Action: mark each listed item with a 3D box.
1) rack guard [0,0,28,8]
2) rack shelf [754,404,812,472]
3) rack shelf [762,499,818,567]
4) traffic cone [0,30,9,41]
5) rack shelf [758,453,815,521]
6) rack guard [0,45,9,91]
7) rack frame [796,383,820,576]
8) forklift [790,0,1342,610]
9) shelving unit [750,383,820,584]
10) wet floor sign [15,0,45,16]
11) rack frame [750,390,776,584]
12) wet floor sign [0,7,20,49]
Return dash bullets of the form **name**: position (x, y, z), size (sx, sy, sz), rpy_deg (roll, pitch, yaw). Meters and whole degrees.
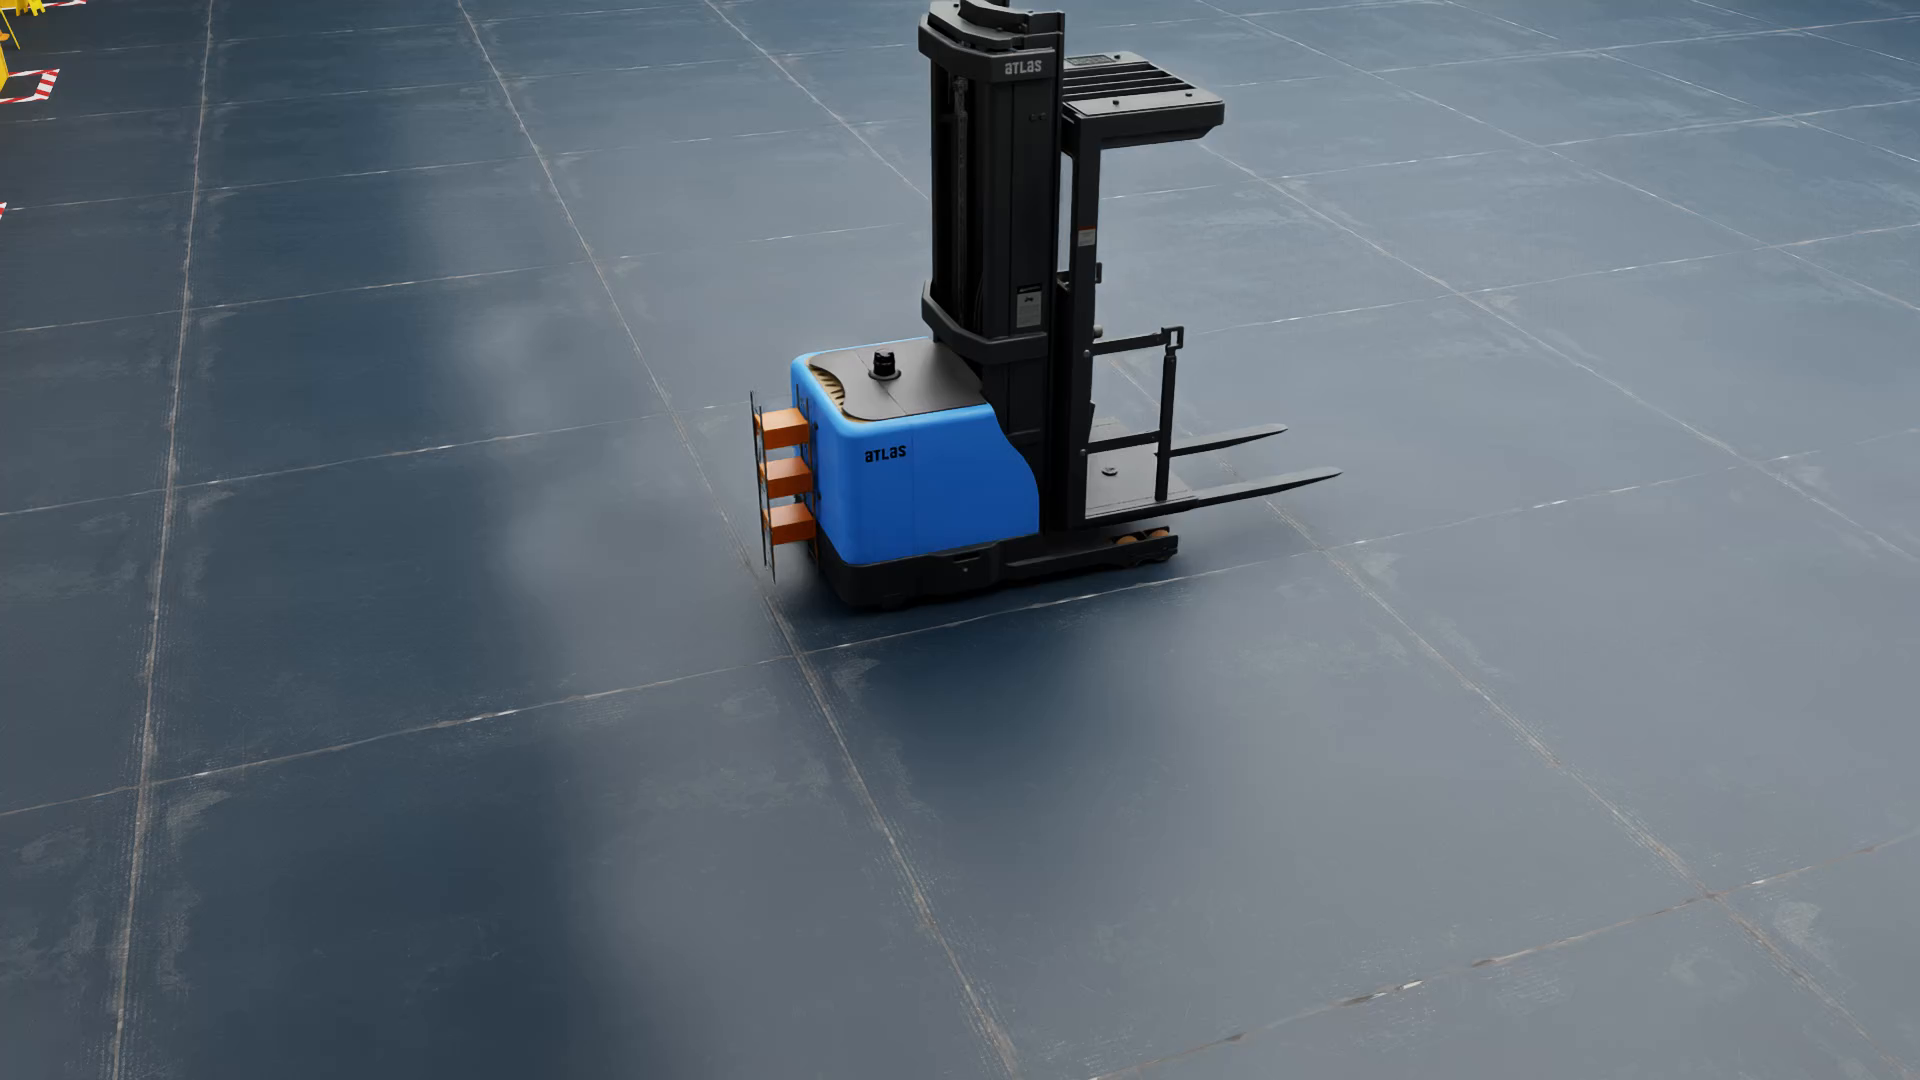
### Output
- **rack guard**: position (-12.289, -7.277, 21.550), size (0.348, 0.500, 1.175), rpy_deg (-10, 31, -18)
- **rack shelf**: position (-0.918, -0.524, 8.586), size (0.240, 0.259, 0.215), rpy_deg (-11, 32, -17)
- **rack shelf**: position (-0.910, -0.038, 8.867), size (0.240, 0.259, 0.215), rpy_deg (-11, 32, -17)
- **traffic cone**: position (-11.465, -6.145, 19.600), size (0.334, 0.463, 0.336), rpy_deg (-10, 31, -18)
- **rack shelf**: position (-0.914, -0.278, 8.728), size (0.240, 0.259, 0.215), rpy_deg (-11, 32, -17)
- **rack guard**: position (-10.374, -5.015, 17.580), size (0.348, 0.500, 1.175), rpy_deg (-10, 31, -18)
- **rack frame**: position (-0.800, -0.311, 8.759), size (0.008, 1.050, 0.200), rpy_deg (-11, 32, -17)
- **forklift**: position (0.657, -1.359, 8.707), size (3.031, 2.935, 1.130), rpy_deg (-11, 31, -18)
- **shelving unit**: position (-0.914, -0.288, 8.723), size (0.252, 1.050, 0.215), rpy_deg (-11, 32, -17)
- **wet floor sign**: position (-11.666, -6.889, 20.723), size (0.232, 0.644, 0.267), rpy_deg (0, 30, 0)
- **rack frame**: position (-1.028, -0.265, 8.686), size (0.008, 1.050, 0.200), rpy_deg (-11, 32, -17)
- **wet floor sign**: position (-11.060, -5.997, 19.158), size (0.232, 0.644, 0.267), rpy_deg (-16, 33, -26)
